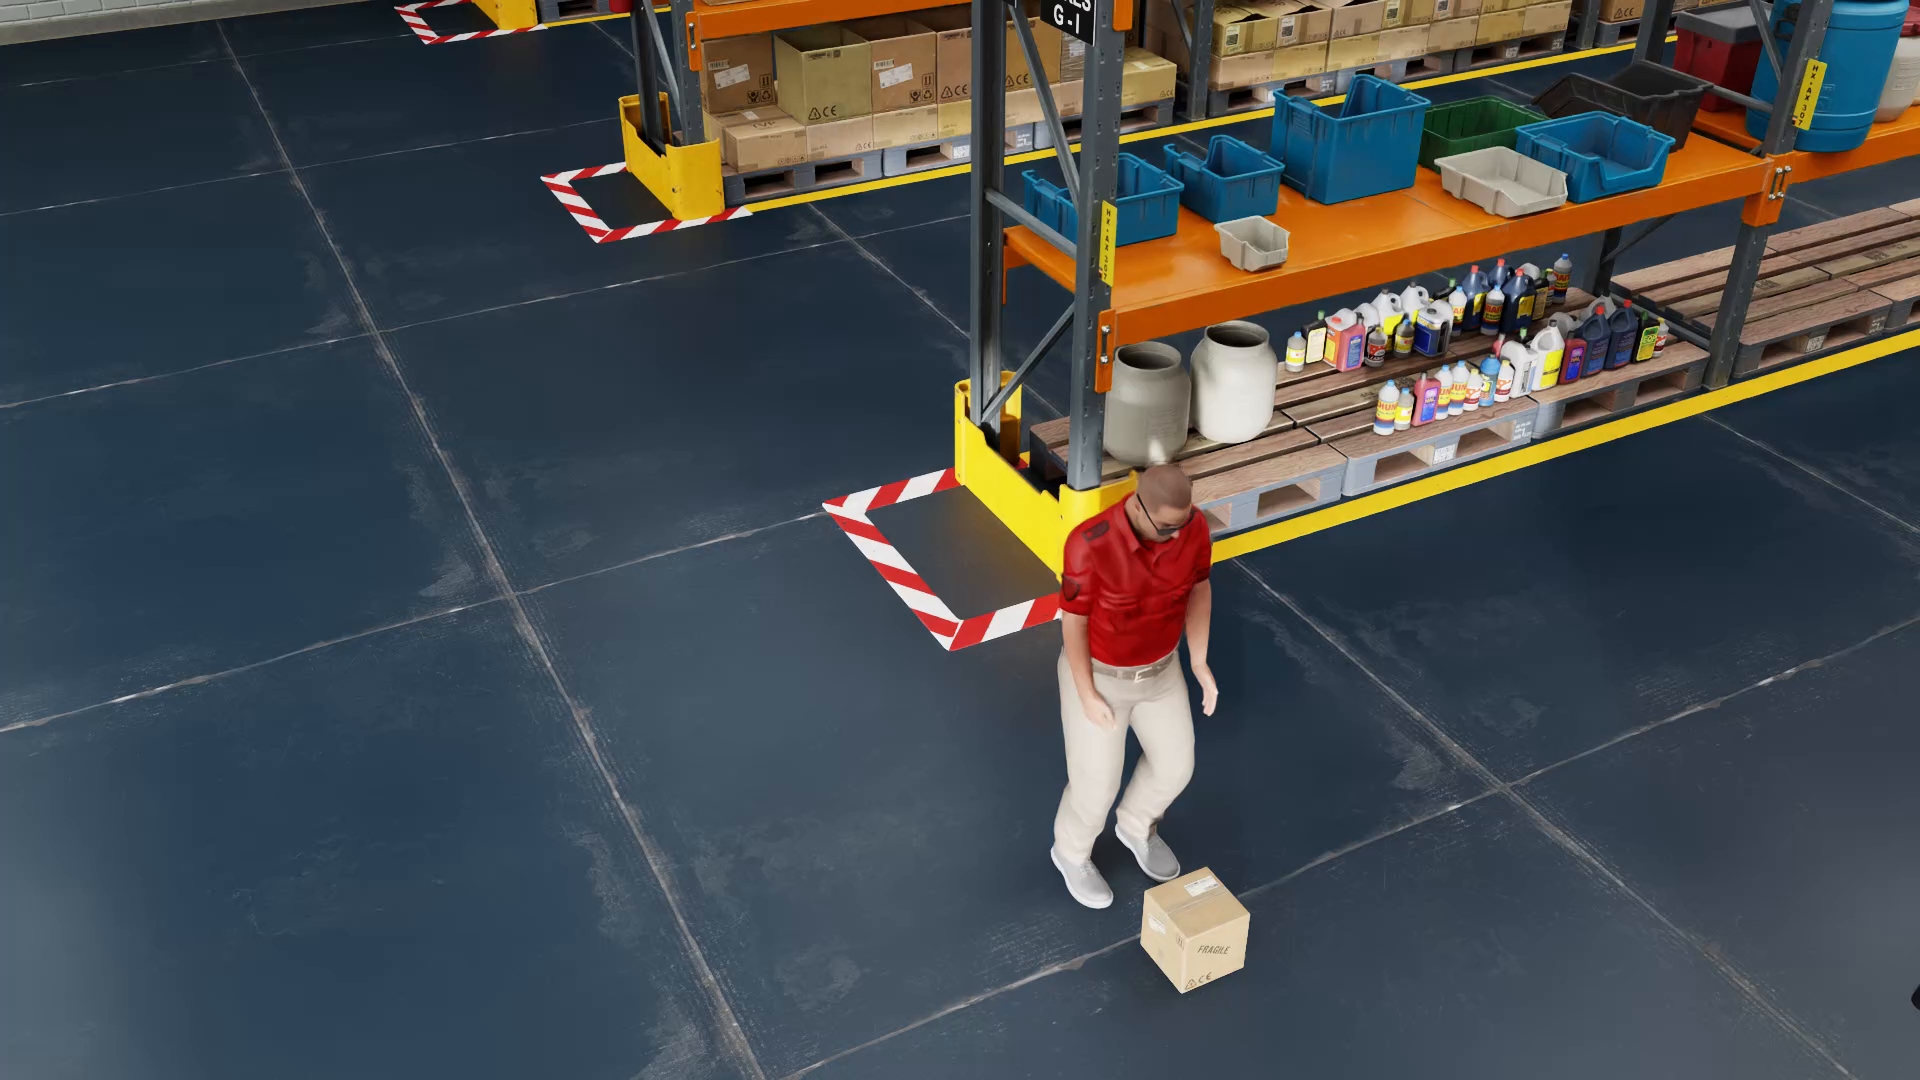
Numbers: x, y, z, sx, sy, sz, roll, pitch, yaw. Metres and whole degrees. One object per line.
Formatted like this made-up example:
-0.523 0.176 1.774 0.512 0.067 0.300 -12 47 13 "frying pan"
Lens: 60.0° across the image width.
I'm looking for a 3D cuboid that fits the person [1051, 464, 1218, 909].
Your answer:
0.573 0.449 5.509 0.553 1.687 0.410 -15 36 -22 "person"
